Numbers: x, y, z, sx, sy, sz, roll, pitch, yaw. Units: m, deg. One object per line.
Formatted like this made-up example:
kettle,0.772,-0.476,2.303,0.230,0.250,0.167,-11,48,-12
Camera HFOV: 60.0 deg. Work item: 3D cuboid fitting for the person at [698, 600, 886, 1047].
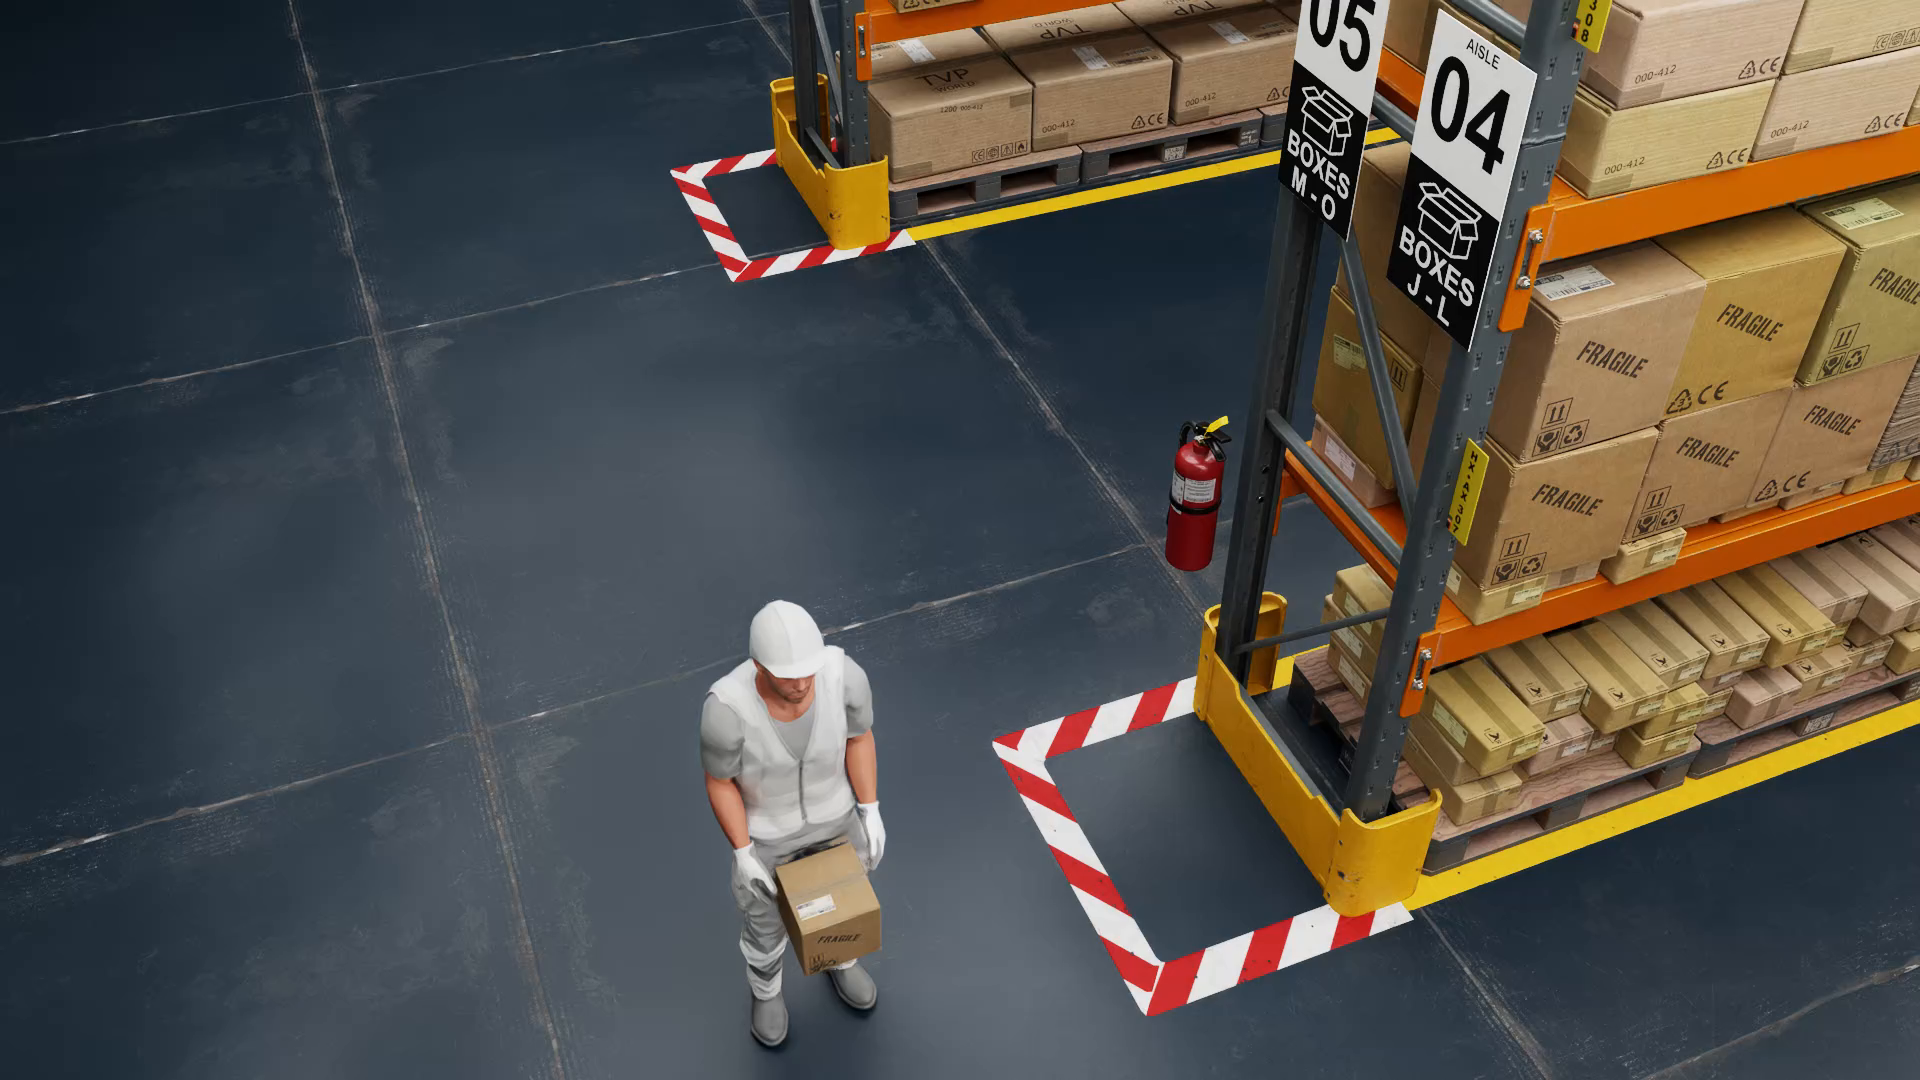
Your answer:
person,-0.494,0.871,5.153,0.539,1.788,0.437,-16,44,-17
